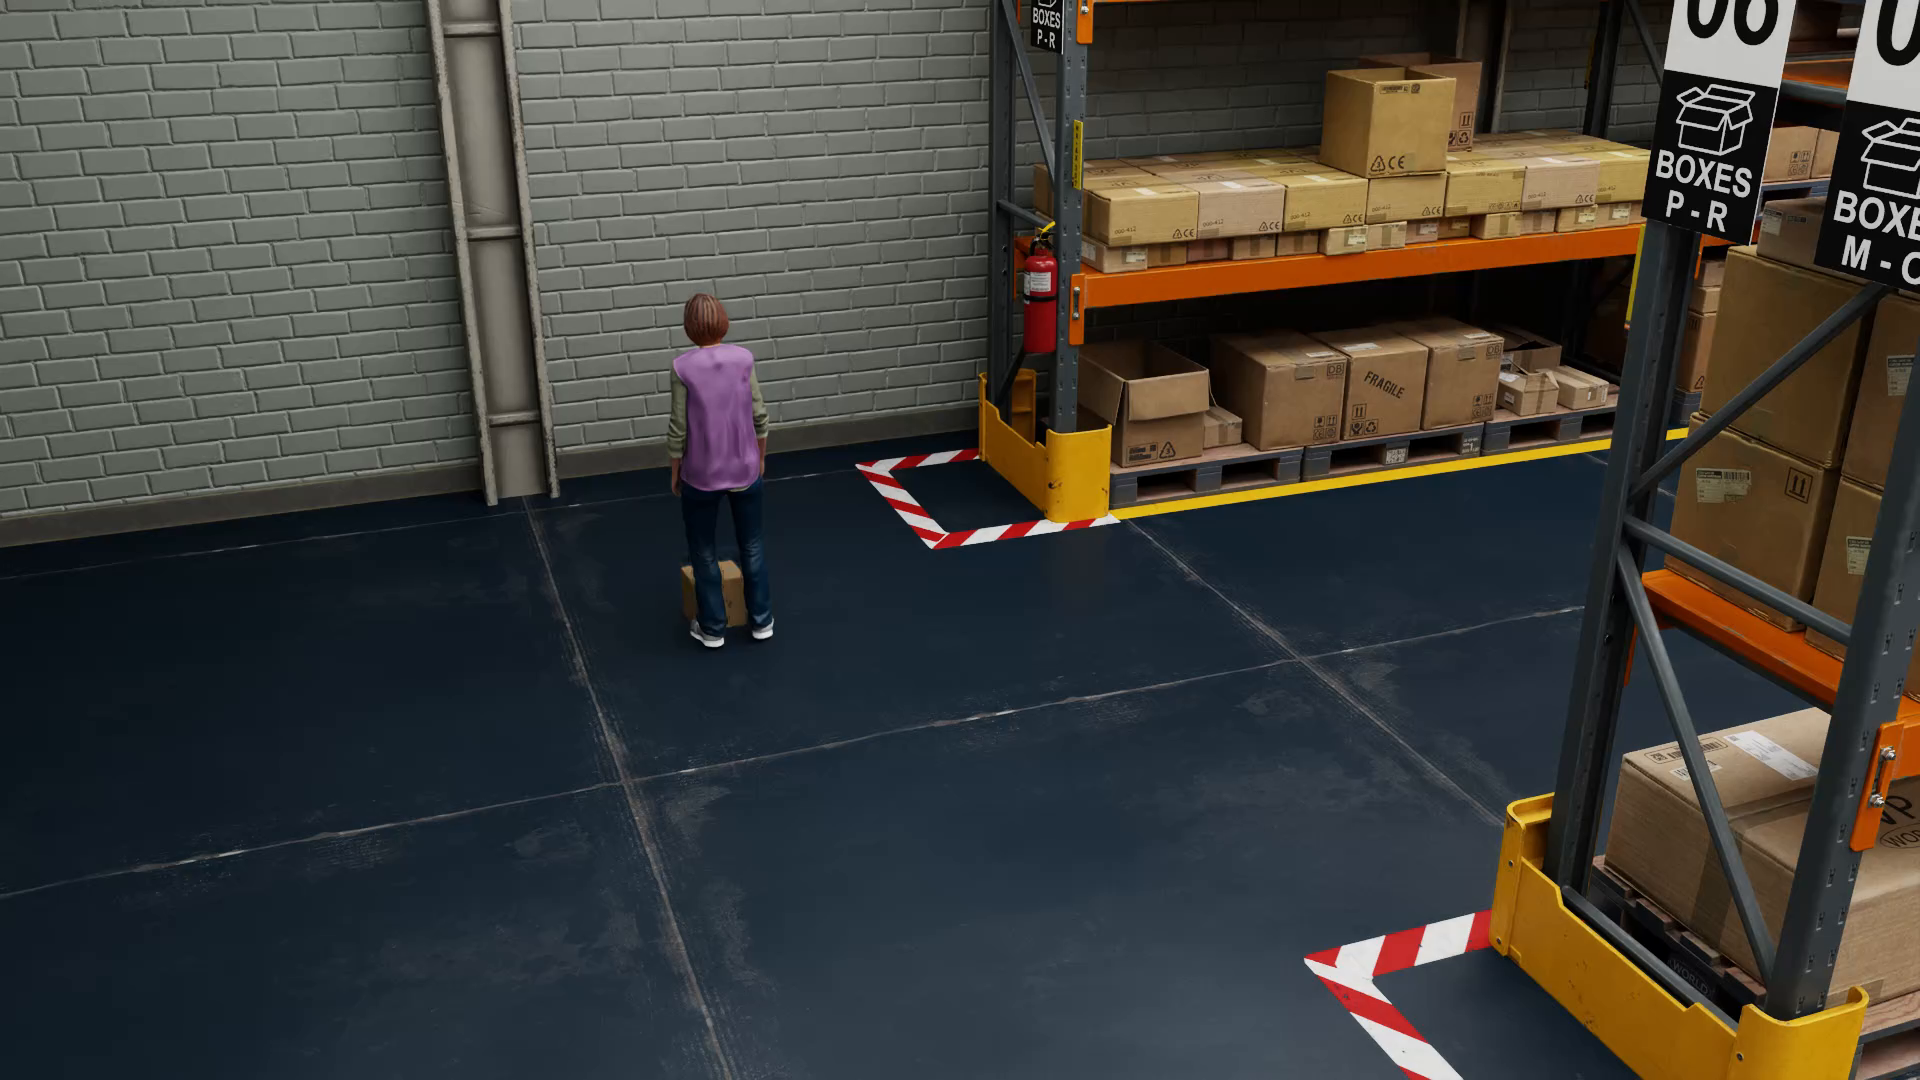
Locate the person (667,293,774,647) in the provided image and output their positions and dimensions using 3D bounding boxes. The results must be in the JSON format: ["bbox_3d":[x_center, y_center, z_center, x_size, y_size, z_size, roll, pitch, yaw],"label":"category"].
[{"bbox_3d":[-1.049,-0.280,7.286,0.460,1.582,0.342,-9,25,-21],"label":"person"}]
